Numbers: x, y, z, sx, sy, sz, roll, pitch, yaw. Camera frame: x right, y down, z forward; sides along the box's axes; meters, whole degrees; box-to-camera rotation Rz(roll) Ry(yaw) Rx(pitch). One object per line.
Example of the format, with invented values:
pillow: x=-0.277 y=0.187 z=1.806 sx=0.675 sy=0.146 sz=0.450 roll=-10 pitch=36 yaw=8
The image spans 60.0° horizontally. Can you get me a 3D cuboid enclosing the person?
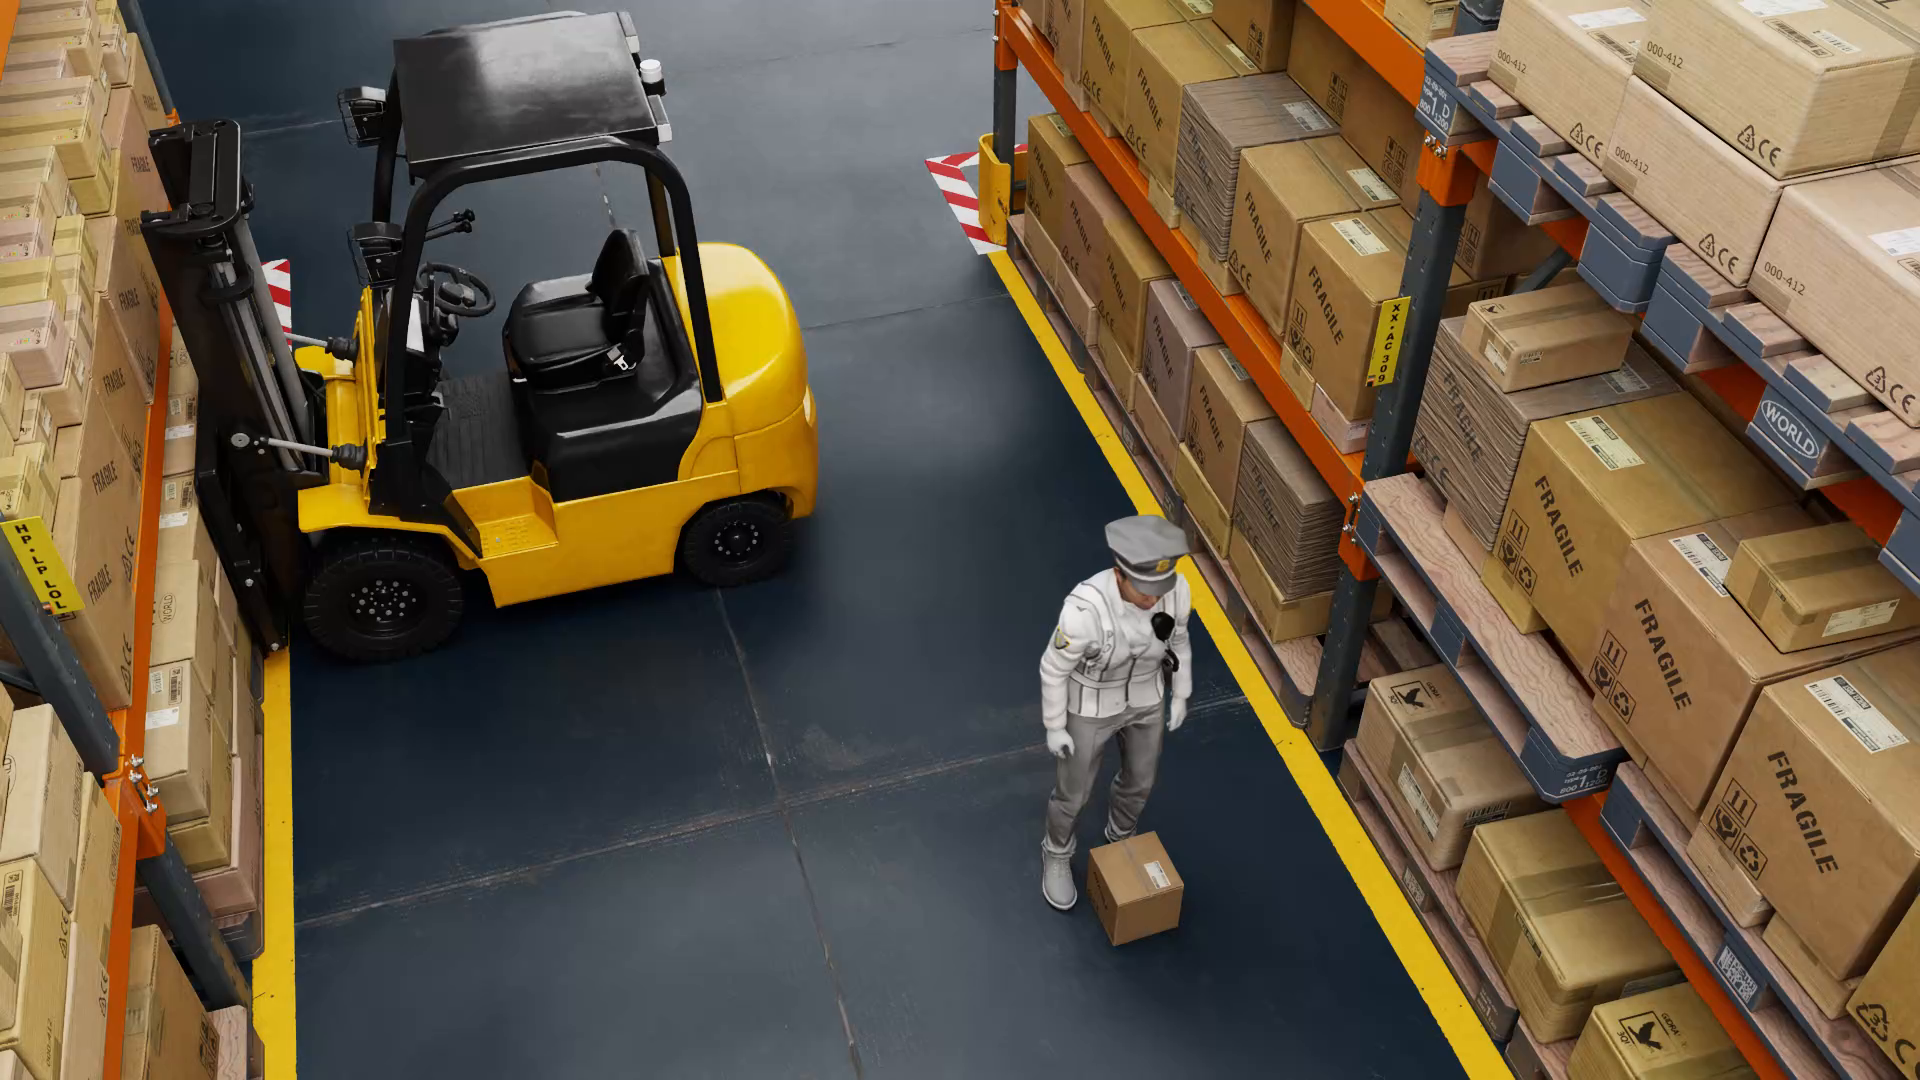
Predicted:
person: x=0.522 y=0.561 z=5.546 sx=0.530 sy=1.663 sz=0.377 roll=-13 pitch=44 yaw=-14
